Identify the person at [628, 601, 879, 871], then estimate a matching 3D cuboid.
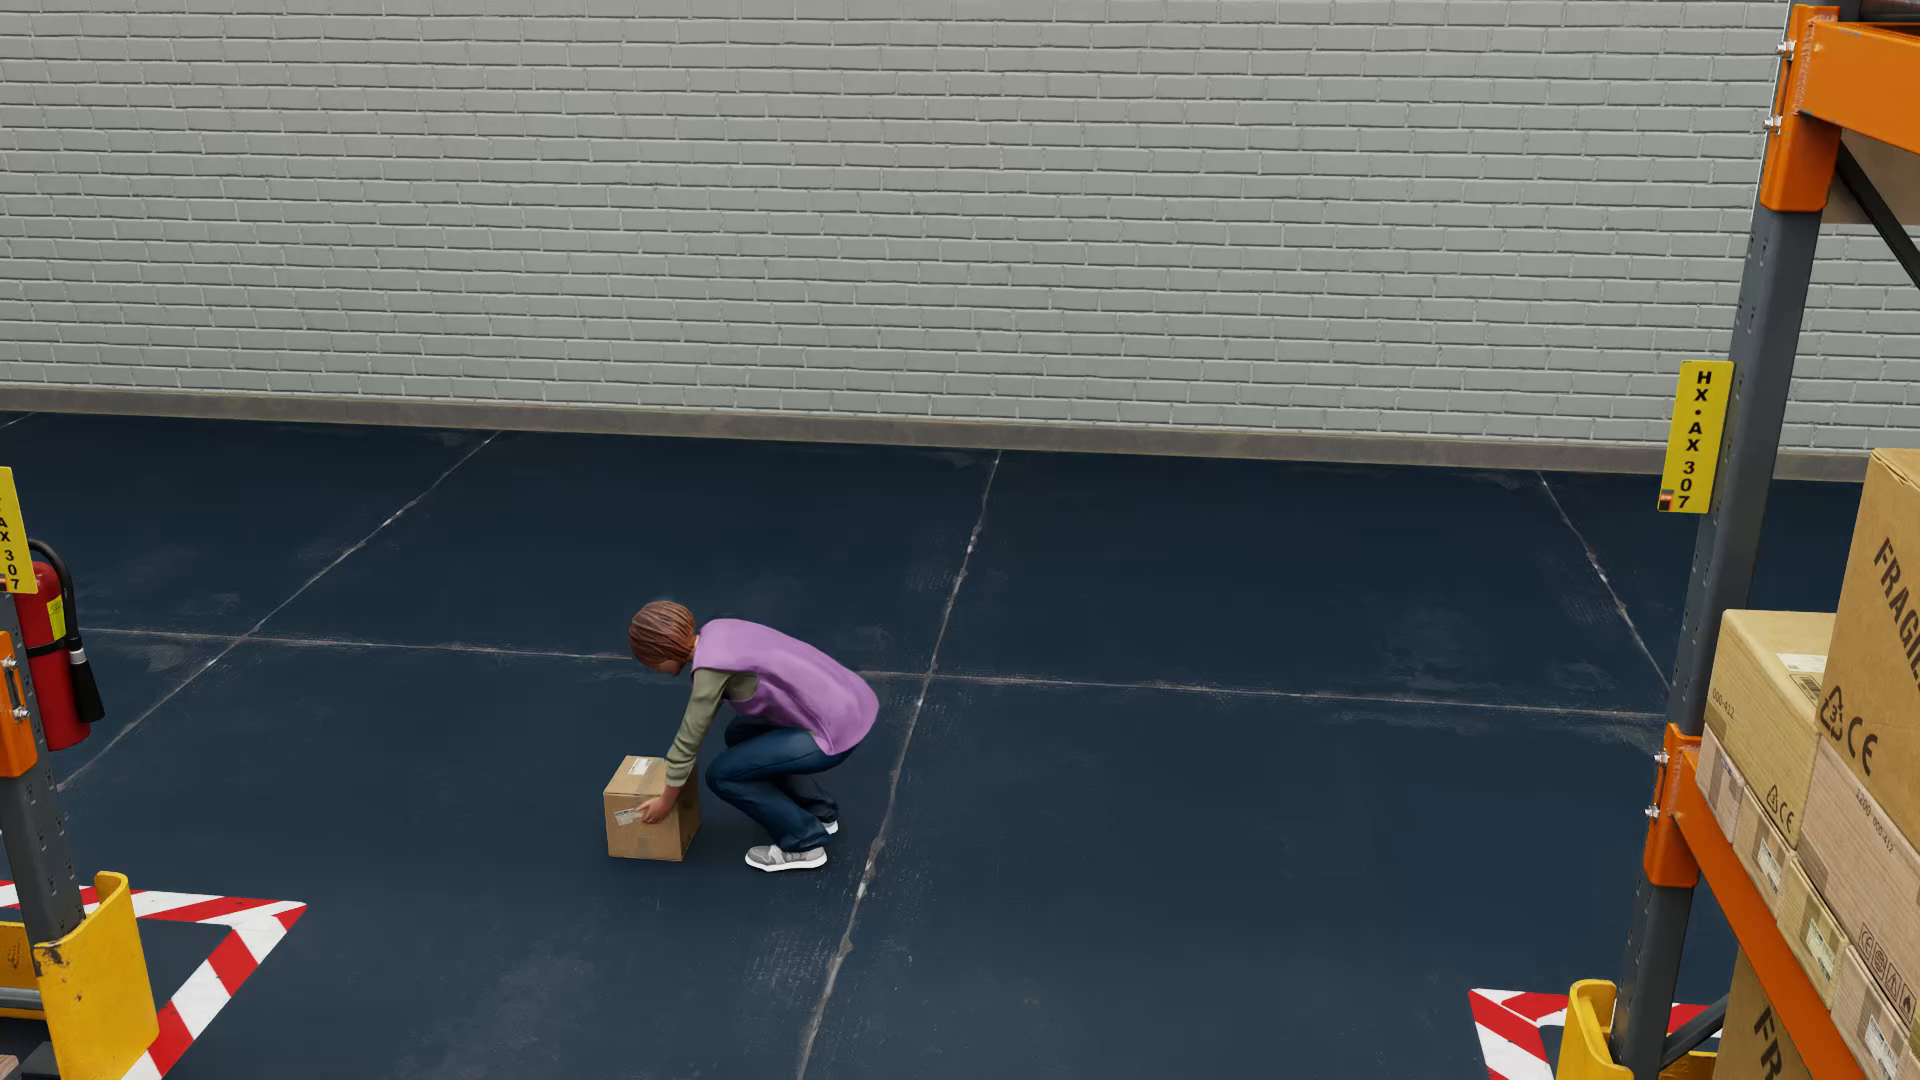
[{"bbox_3d":[-0.664,0.627,5.453,0.792,0.906,0.449,2,22,6],"label":"person"}]
